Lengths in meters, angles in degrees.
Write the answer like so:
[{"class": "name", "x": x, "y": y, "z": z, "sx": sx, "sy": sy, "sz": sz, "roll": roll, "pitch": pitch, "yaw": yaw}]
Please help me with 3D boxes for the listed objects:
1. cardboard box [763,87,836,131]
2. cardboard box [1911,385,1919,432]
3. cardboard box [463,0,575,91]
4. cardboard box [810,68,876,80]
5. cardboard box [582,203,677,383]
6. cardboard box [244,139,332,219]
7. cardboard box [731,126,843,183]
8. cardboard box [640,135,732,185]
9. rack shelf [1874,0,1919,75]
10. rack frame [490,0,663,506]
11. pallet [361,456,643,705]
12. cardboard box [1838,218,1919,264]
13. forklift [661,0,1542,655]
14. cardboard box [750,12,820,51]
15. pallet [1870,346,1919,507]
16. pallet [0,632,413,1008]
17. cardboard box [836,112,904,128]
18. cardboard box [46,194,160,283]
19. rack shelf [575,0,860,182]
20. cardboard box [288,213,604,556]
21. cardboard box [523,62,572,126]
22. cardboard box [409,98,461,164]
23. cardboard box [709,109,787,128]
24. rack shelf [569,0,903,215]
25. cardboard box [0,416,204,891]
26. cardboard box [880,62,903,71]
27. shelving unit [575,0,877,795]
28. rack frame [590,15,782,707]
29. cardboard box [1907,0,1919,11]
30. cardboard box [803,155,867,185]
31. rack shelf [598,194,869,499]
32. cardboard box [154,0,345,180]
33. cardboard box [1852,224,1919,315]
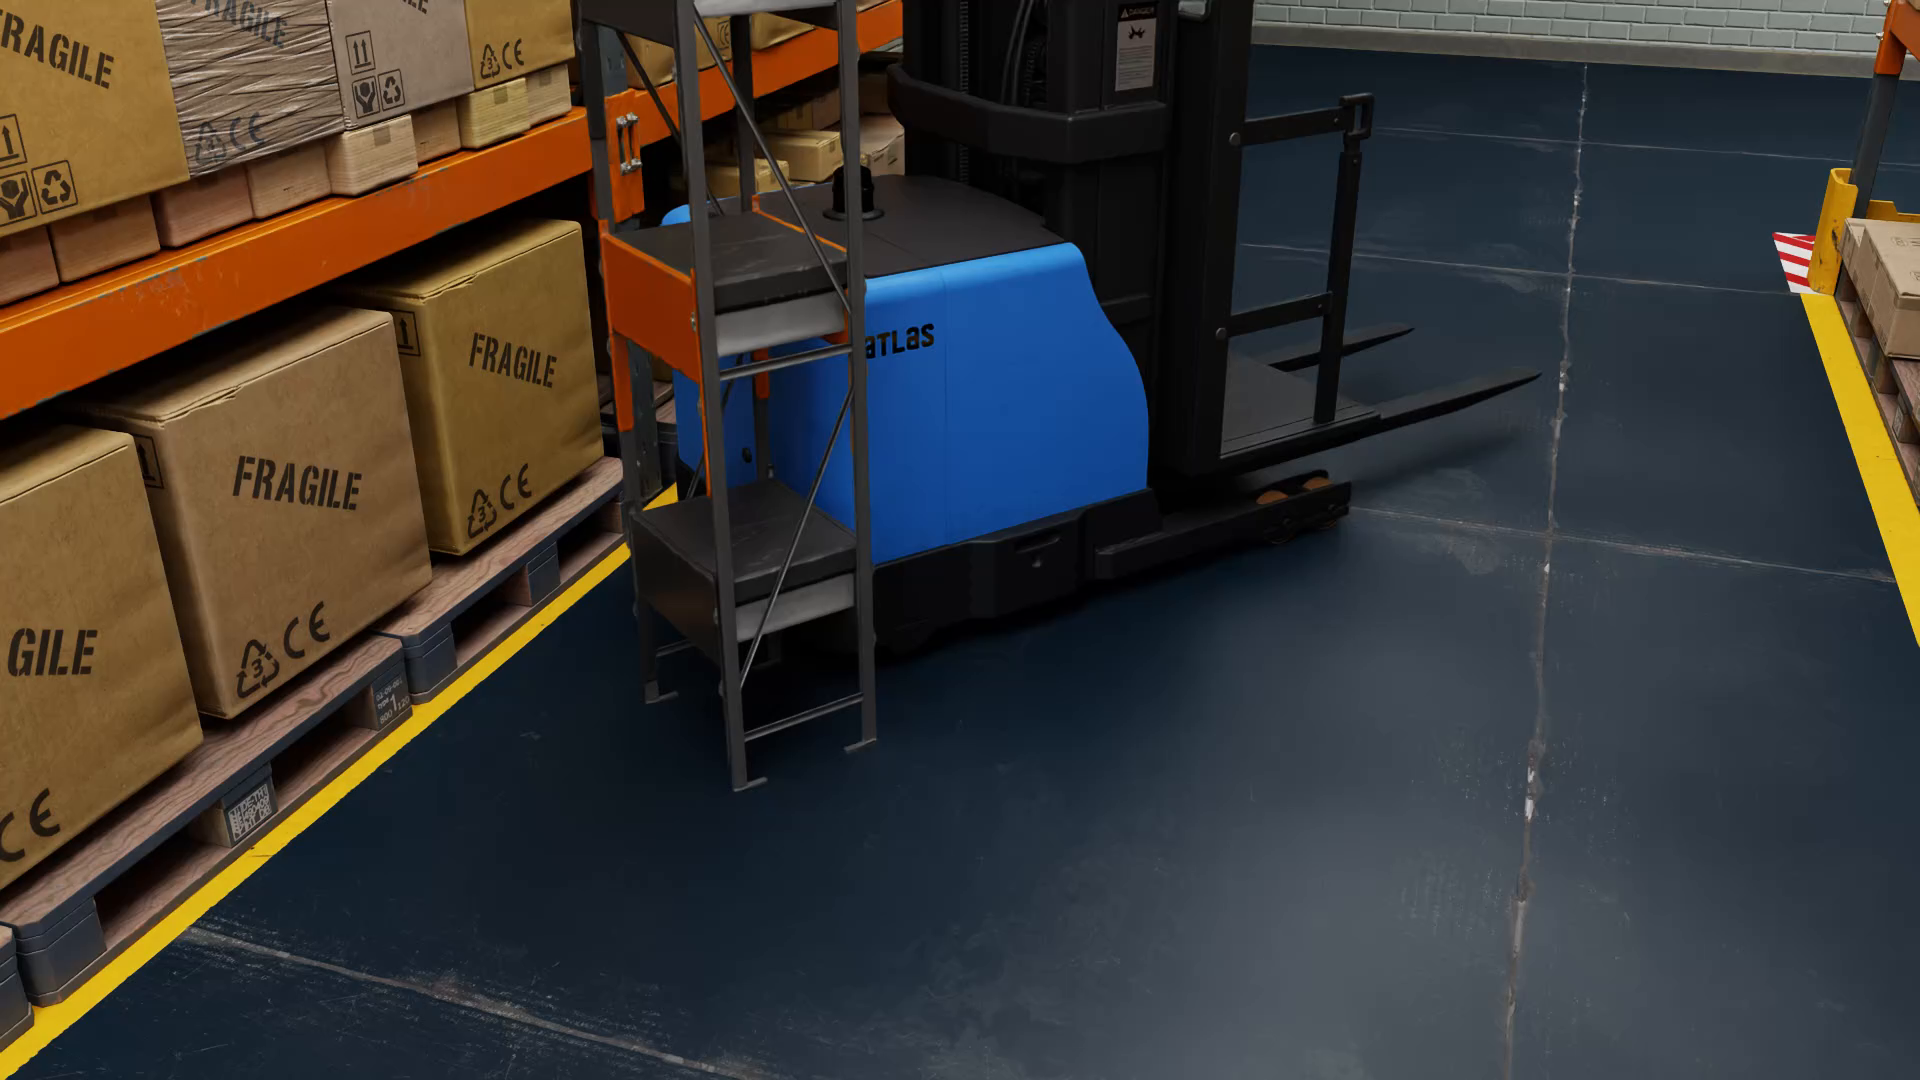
[{"class": "cardboard box", "x": -0.780, "y": -1.923, "z": 7.423, "sx": 0.380, "sy": 0.149, "sz": 0.250, "roll": 9, "pitch": 27, "yaw": 18}, {"class": "cardboard box", "x": 3.355, "y": -0.416, "z": 5.247, "sx": 0.500, "sy": 0.311, "sz": 0.500, "roll": 9, "pitch": 27, "yaw": 17}, {"class": "cardboard box", "x": -1.405, "y": -1.523, "z": 4.474, "sx": 0.500, "sy": 0.500, "sz": 0.500, "roll": 8, "pitch": 27, "yaw": 17}, {"class": "cardboard box", "x": -0.612, "y": -2.131, "z": 7.851, "sx": 0.380, "sy": 0.149, "sz": 0.250, "roll": 9, "pitch": 27, "yaw": 18}, {"class": "cardboard box", "x": -1.144, "y": -0.918, "z": 6.090, "sx": 0.700, "sy": 0.500, "sz": 0.500, "roll": 9, "pitch": 27, "yaw": 18}, {"class": "cardboard box", "x": -1.702, "y": -0.862, "z": 3.854, "sx": 0.380, "sy": 0.149, "sz": 0.250, "roll": 9, "pitch": 27, "yaw": 17}, {"class": "cardboard box", "x": -0.684, "y": -1.538, "z": 6.627, "sx": 0.380, "sy": 0.149, "sz": 0.250, "roll": 8, "pitch": 27, "yaw": 16}, {"class": "cardboard box", "x": -1.119, "y": -1.504, "z": 6.556, "sx": 0.380, "sy": 0.149, "sz": 0.250, "roll": 8, "pitch": 27, "yaw": 16}, {"class": "rack shelf", "x": 3.849, "y": -1.343, "z": 5.406, "sx": 1.077, "sy": 0.370, "sz": 4.000, "roll": 9, "pitch": 27, "yaw": 17}, {"class": "rack frame", "x": -1.490, "y": -1.561, "z": 5.032, "sx": 1.000, "sy": 3.000, "sz": 0.127, "roll": 9, "pitch": 27, "yaw": 17}, {"class": "pallet", "x": -1.675, "y": 0.022, "z": 4.963, "sx": 1.003, "sy": 0.211, "sz": 1.213, "roll": 9, "pitch": 27, "yaw": 17}, {"class": "cardboard box", "x": 4.051, "y": -1.281, "z": 7.220, "sx": 0.380, "sy": 0.149, "sz": 0.250, "roll": 9, "pitch": 27, "yaw": 17}, {"class": "forklift", "x": 0.644, "y": -1.483, "z": 4.949, "sx": 3.031, "sy": 2.935, "sz": 1.130, "roll": -16, "pitch": 30, "yaw": -29}, {"class": "cardboard box", "x": -1.046, "y": -2.216, "z": 6.041, "sx": 0.980, "sy": 0.700, "sz": 0.700, "roll": 8, "pitch": 27, "yaw": 16}, {"class": "pallet", "x": 3.817, "y": -0.374, "z": 5.781, "sx": 1.003, "sy": 0.211, "sz": 1.213, "roll": 9, "pitch": 27, "yaw": 17}, {"class": "pallet", "x": -2.080, "y": 0.525, "z": 3.924, "sx": 1.003, "sy": 0.211, "sz": 1.213, "roll": 9, "pitch": 27, "yaw": 17}, {"class": "cardboard box", "x": -0.463, "y": -1.761, "z": 7.832, "sx": 0.700, "sy": 0.500, "sz": 0.500, "roll": 9, "pitch": 27, "yaw": 17}, {"class": "cardboard box", "x": -1.898, "y": -0.654, "z": 3.424, "sx": 0.380, "sy": 0.149, "sz": 0.250, "roll": 10, "pitch": 27, "yaw": 19}, {"class": "rack shelf", "x": -0.520, "y": -1.090, "z": 3.516, "sx": 0.431, "sy": 0.518, "sz": 0.480, "roll": -17, "pitch": 31, "yaw": -31}, {"class": "cardboard box", "x": -1.583, "y": -0.497, "z": 4.819, "sx": 0.750, "sy": 0.750, "sz": 0.750, "roll": 9, "pitch": 27, "yaw": 18}, {"class": "cardboard box", "x": -1.335, "y": -1.277, "z": 4.711, "sx": 0.380, "sy": 0.149, "sz": 0.250, "roll": 9, "pitch": 27, "yaw": 18}, {"class": "cardboard box", "x": -1.525, "y": -1.070, "z": 4.284, "sx": 0.380, "sy": 0.149, "sz": 0.250, "roll": 10, "pitch": 27, "yaw": 19}, {"class": "cardboard box", "x": -0.949, "y": -1.714, "z": 6.990, "sx": 0.380, "sy": 0.149, "sz": 0.250, "roll": 8, "pitch": 27, "yaw": 17}, {"class": "rack shelf", "x": -0.824, "y": -2.059, "z": 6.887, "sx": 1.077, "sy": 0.370, "sz": 4.000, "roll": 9, "pitch": 27, "yaw": 17}, {"class": "cardboard box", "x": -2.155, "y": 0.219, "z": 3.341, "sx": 0.750, "sy": 0.750, "sz": 0.750, "roll": 9, "pitch": 27, "yaw": 17}, {"class": "cardboard box", "x": -0.168, "y": -2.180, "z": 7.952, "sx": 0.380, "sy": 0.149, "sz": 0.250, "roll": 8, "pitch": 27, "yaw": 17}, {"class": "shelving unit", "x": -0.519, "y": -0.473, "z": 3.815, "sx": 0.431, "sy": 2.100, "sz": 0.503, "roll": -17, "pitch": 31, "yaw": -31}, {"class": "rack frame", "x": -0.657, "y": -0.560, "z": 3.996, "sx": 0.400, "sy": 2.100, "sz": 0.015, "roll": -17, "pitch": 31, "yaw": -31}, {"class": "cardboard box", "x": 4.118, "y": -2.389, "z": 6.628, "sx": 0.500, "sy": 0.500, "sz": 0.500, "roll": 9, "pitch": 27, "yaw": 19}, {"class": "cardboard box", "x": -0.801, "y": -1.334, "z": 6.950, "sx": 0.700, "sy": 0.500, "sz": 0.500, "roll": 9, "pitch": 27, "yaw": 19}, {"class": "rack shelf", "x": -0.519, "y": -0.460, "z": 3.821, "sx": 0.431, "sy": 0.518, "sz": 0.480, "roll": -17, "pitch": 31, "yaw": -31}, {"class": "cardboard box", "x": -1.741, "y": -1.107, "z": 3.614, "sx": 0.500, "sy": 0.500, "sz": 0.500, "roll": 9, "pitch": 27, "yaw": 18}, {"class": "cardboard box", "x": 3.899, "y": -1.061, "z": 6.649, "sx": 0.500, "sy": 0.250, "sz": 0.500, "roll": 9, "pitch": 27, "yaw": 17}]
